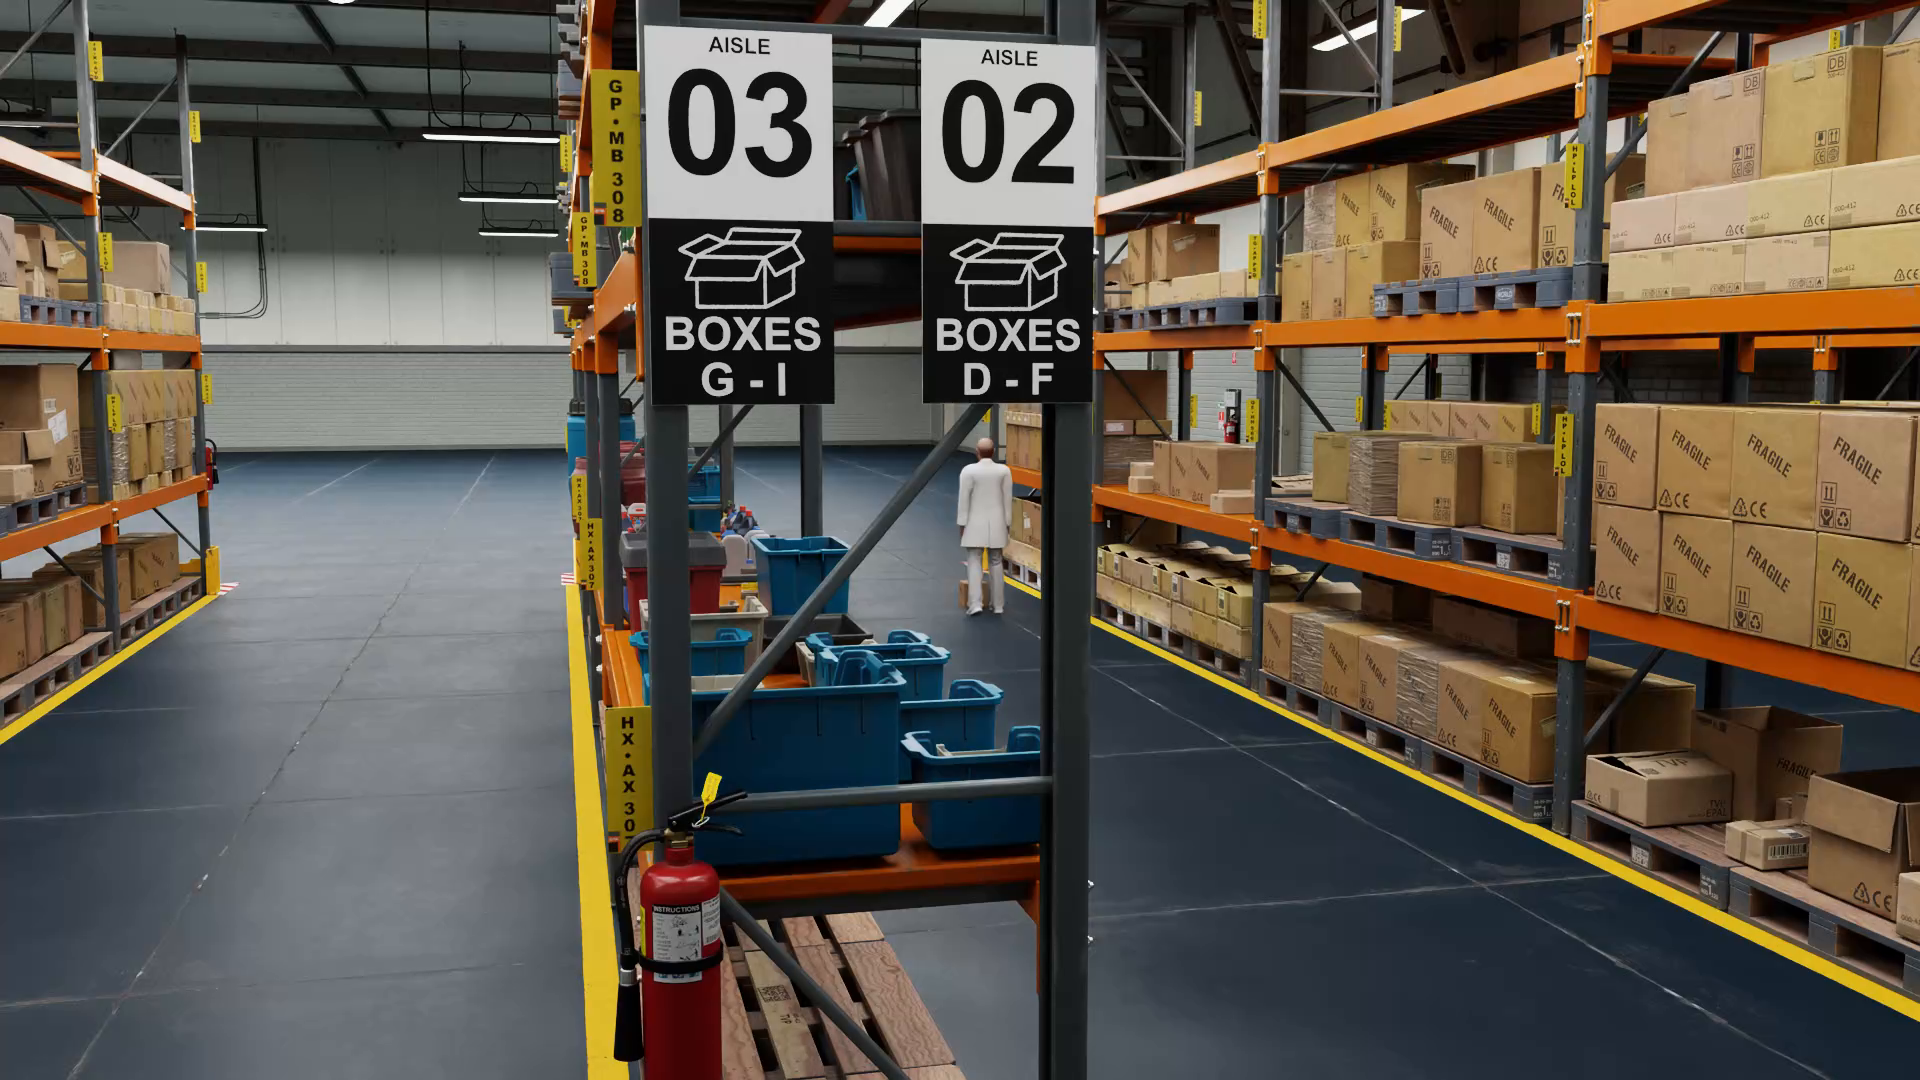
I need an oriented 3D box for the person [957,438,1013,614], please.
[{"bbox_3d":[0.245,-0.116,16.786,0.565,1.837,0.447,-1,6,-12],"label":"person"}]
